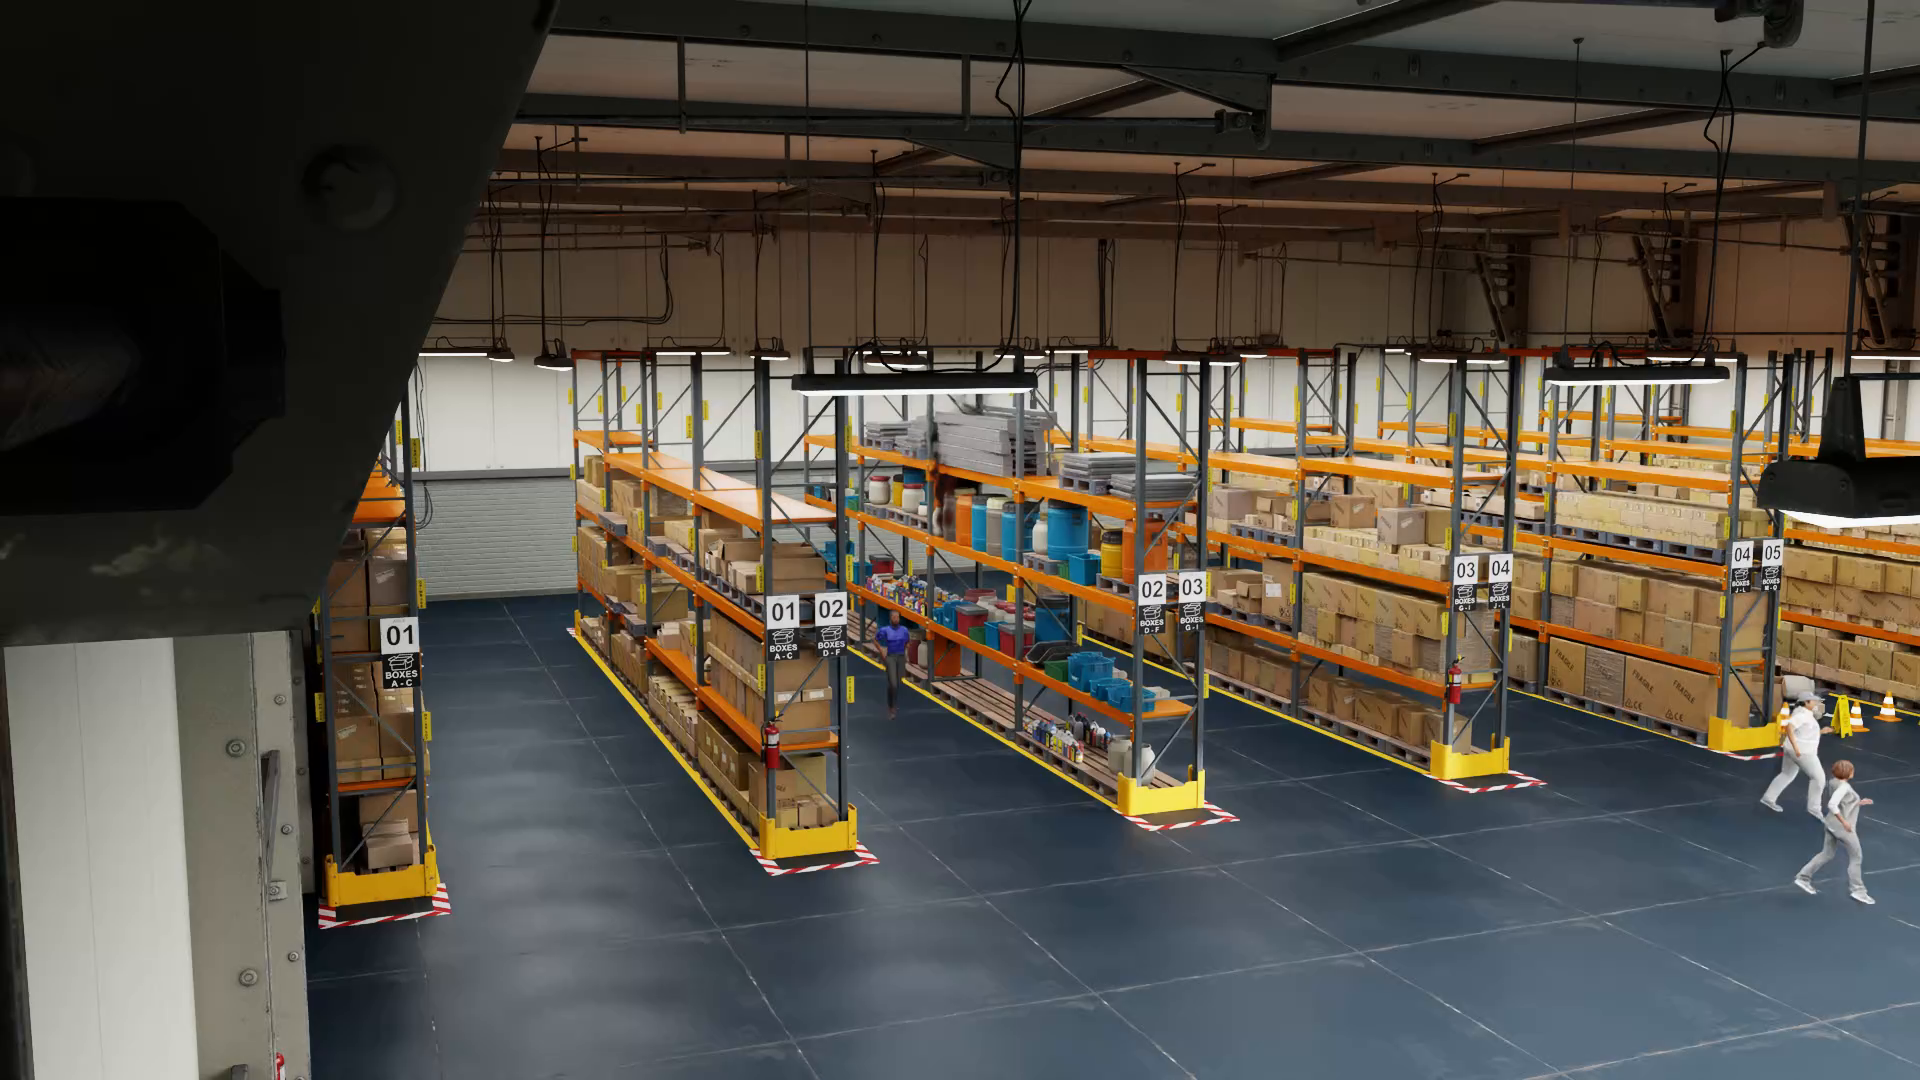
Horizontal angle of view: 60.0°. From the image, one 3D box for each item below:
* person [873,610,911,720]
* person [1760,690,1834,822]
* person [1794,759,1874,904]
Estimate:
[{"bbox_3d":[-1.021,1.985,26.323,0.556,1.738,0.640,-3,8,-23],"label":"person"},{"bbox_3d":[10.965,2.808,21.739,0.830,1.719,0.593,1,7,10],"label":"person"},{"bbox_3d":[9.762,3.231,18.474,0.830,1.616,0.523,0,7,2],"label":"person"}]
